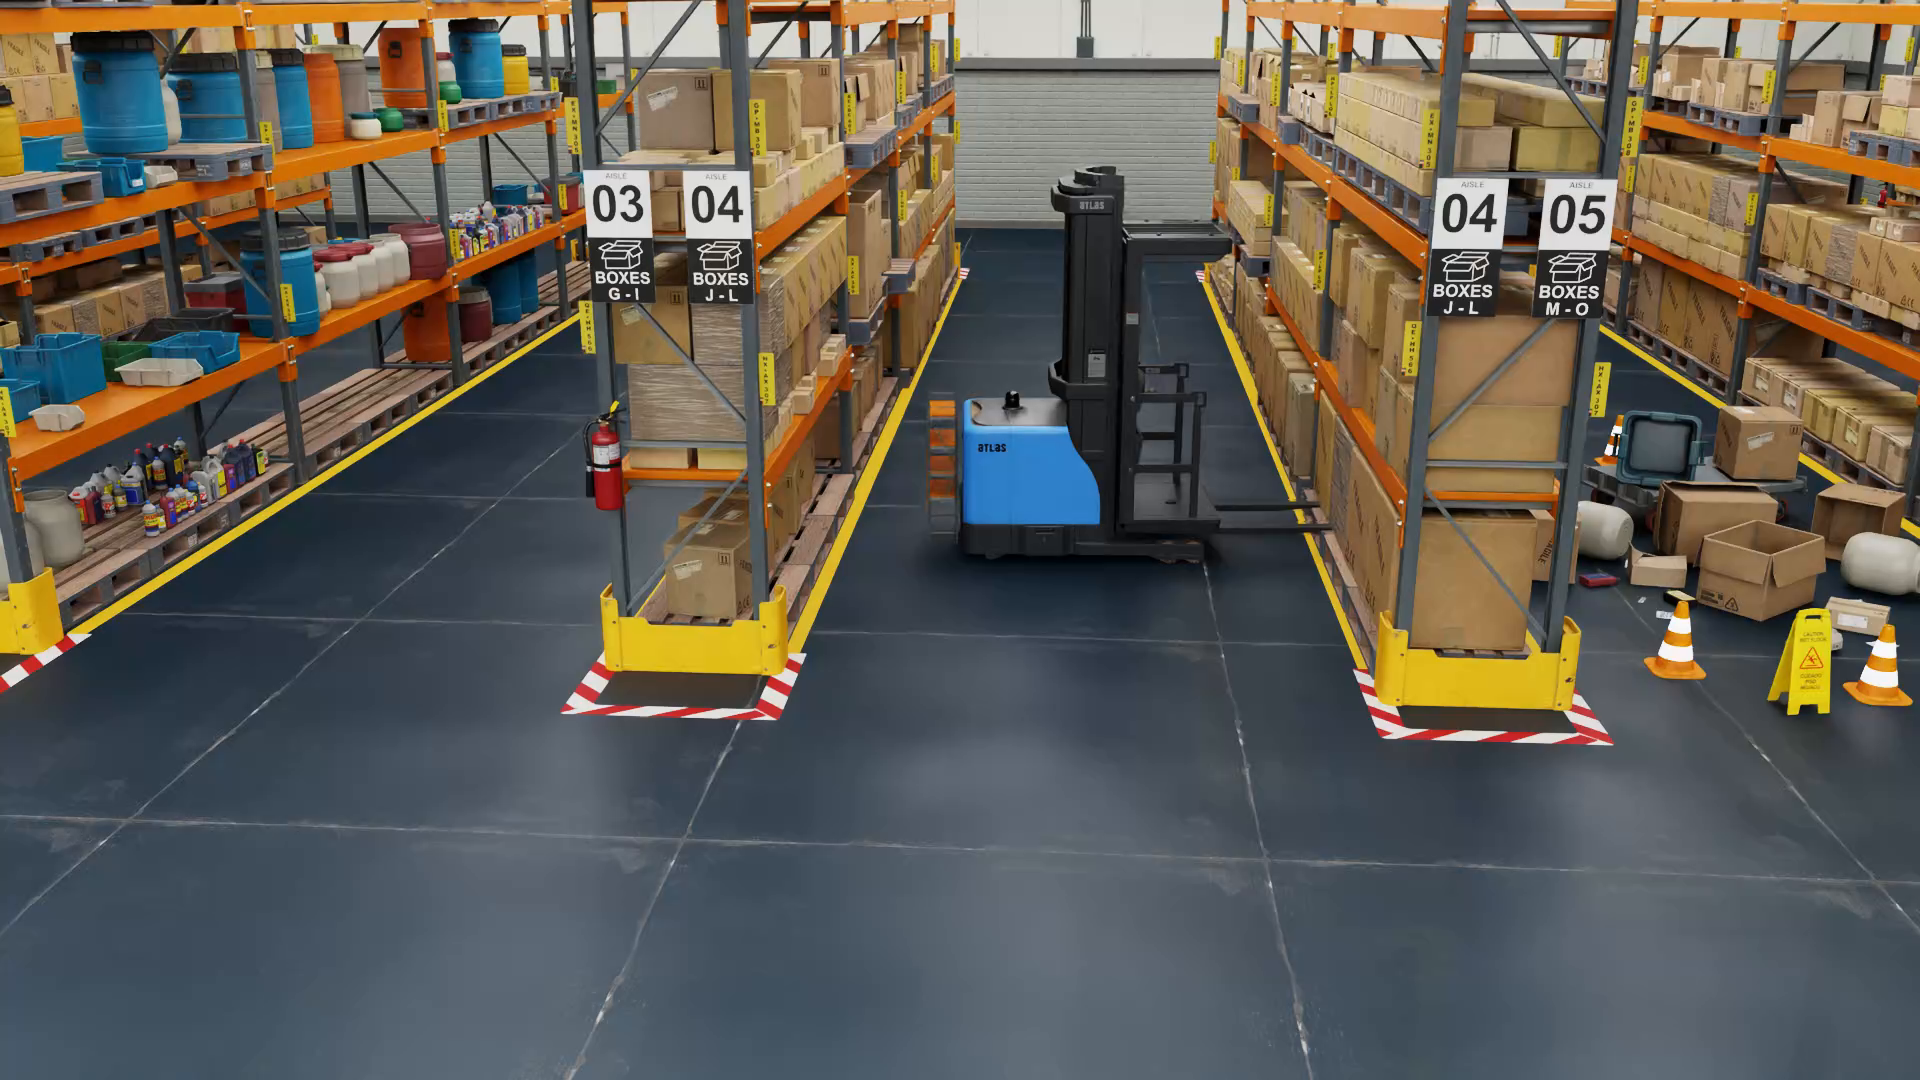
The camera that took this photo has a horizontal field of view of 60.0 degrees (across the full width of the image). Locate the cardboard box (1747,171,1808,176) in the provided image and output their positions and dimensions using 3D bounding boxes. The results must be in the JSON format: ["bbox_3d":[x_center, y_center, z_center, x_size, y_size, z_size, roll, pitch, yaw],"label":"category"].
[{"bbox_3d":[9.082,-3.839,18.557,0.500,0.500,0.500,2,18,5],"label":"cardboard box"}]

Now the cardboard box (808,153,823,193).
[{"bbox_3d":[-1.298,-2.720,12.329,0.500,0.250,0.500,1,18,4],"label":"cardboard box"}]

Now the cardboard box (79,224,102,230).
[{"bbox_3d":[-10.852,-4.023,20.048,0.700,0.500,0.500,5,19,14],"label":"cardboard box"}]

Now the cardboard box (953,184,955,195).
[{"bbox_3d":[-0.283,-5.323,25.254,0.380,0.149,0.250,2,18,5],"label":"cardboard box"}]

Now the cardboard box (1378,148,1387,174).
[{"bbox_3d":[2.984,-2.507,11.009,0.380,0.149,0.250,1,18,4],"label":"cardboard box"}]

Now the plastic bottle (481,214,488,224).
[{"bbox_3d":[-6.127,-4.088,21.401,0.097,0.201,0.097,0,18,0],"label":"plastic bottle"}]

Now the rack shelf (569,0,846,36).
[{"bbox_3d":[-1.590,-3.720,11.483,1.077,0.370,4.000,1,18,4],"label":"rack shelf"}]

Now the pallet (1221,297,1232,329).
[{"bbox_3d":[4.080,-3.060,22.423,1.003,0.211,1.213,1,18,4],"label":"pallet"}]

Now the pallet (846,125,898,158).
[{"bbox_3d":[-1.225,-3.681,15.324,1.213,0.211,1.003,1,18,4],"label":"pallet"}]

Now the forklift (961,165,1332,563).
[{"bbox_3d":[1.525,-1.379,12.924,3.031,2.935,1.130,0,18,0],"label":"forklift"}]

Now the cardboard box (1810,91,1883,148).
[{"bbox_3d":[8.647,-4.033,15.937,0.700,0.500,0.500,1,18,4],"label":"cardboard box"}]

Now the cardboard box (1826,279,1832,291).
[{"bbox_3d":[8.435,-2.417,15.710,0.380,0.149,0.250,2,18,6],"label":"cardboard box"}]

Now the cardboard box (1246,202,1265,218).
[{"bbox_3d":[3.412,-3.701,18.675,0.380,0.149,0.250,2,18,6],"label":"cardboard box"}]

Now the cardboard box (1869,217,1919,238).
[{"bbox_3d":[8.278,-2.757,14.666,0.380,0.149,0.250,1,18,2],"label":"cardboard box"}]

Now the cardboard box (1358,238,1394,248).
[{"bbox_3d":[3.509,-1.988,12.699,0.875,0.550,0.550,1,18,4],"label":"cardboard box"}]

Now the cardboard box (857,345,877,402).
[{"bbox_3d":[-1.215,-1.716,17.150,0.700,0.500,0.500,0,18,-1],"label":"cardboard box"}]

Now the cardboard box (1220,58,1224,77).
[{"bbox_3d":[4.062,-6.876,24.212,0.500,0.250,0.500,2,18,5],"label":"cardboard box"}]

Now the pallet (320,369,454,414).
[{"bbox_3d":[-6.194,-1.621,18.032,1.003,0.211,1.213,1,18,4],"label":"pallet"}]

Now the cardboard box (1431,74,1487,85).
[{"bbox_3d":[3.767,-3.424,12.526,0.380,0.149,0.250,1,18,4],"label":"cardboard box"}]

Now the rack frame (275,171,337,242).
[{"bbox_3d":[-10.467,-5.783,26.253,1.000,3.000,0.127,1,18,4],"label":"rack frame"}]

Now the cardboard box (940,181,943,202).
[{"bbox_3d":[-0.506,-4.843,23.150,0.500,0.250,0.500,2,18,5],"label":"cardboard box"}]

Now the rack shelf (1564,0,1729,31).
[{"bbox_3d":[9.155,-7.037,22.244,1.077,0.370,4.000,1,18,4],"label":"rack shelf"}]

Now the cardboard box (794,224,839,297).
[{"bbox_3d":[-1.239,-2.196,13.064,0.500,0.500,0.500,1,18,4],"label":"cardboard box"}]

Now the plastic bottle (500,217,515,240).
[{"bbox_3d":[-5.608,-3.856,20.573,0.152,0.276,0.135,1,18,4],"label":"plastic bottle"}]

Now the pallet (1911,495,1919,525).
[{"bbox_3d":[8.425,-0.078,13.321,1.003,0.211,1.213,1,18,4],"label":"pallet"}]

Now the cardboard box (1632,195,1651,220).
[{"bbox_3d":[8.699,-4.133,20.656,0.500,0.250,0.500,1,18,2],"label":"cardboard box"}]

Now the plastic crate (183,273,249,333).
[{"bbox_3d":[-6.657,-2.131,15.008,0.402,0.464,0.583,1,18,4],"label":"plastic crate"}]

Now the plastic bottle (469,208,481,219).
[{"bbox_3d":[-6.253,-4.121,21.381,0.152,0.276,0.135,1,18,4],"label":"plastic bottle"}]

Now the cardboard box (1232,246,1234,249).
[{"bbox_3d":[3.932,-4.227,24.454,0.380,0.149,0.250,1,18,4],"label":"cardboard box"}]

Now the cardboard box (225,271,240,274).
[{"bbox_3d":[-10.456,-3.797,24.038,0.380,0.166,0.250,1,18,4],"label":"cardboard box"}]

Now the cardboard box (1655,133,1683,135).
[{"bbox_3d":[9.350,-5.256,21.838,0.380,0.149,0.250,1,18,4],"label":"cardboard box"}]

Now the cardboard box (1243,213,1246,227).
[{"bbox_3d":[3.434,-3.638,18.961,0.380,0.149,0.250,1,18,4],"label":"cardboard box"}]

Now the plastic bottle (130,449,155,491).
[{"bbox_3d":[-6.872,-0.594,13.966,0.144,0.351,0.185,1,18,2],"label":"plastic bottle"}]

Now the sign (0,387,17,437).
[{"bbox_3d":[-6.125,-0.819,10.662,0.100,0.325,0.005,1,18,4],"label":"sign"}]

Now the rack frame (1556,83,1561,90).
[{"bbox_3d":[9.298,-5.339,24.900,1.000,3.000,0.127,1,18,4],"label":"rack frame"}]

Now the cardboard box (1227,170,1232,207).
[{"bbox_3d":[3.858,-4.682,22.258,0.500,0.500,0.500,1,18,2],"label":"cardboard box"}]

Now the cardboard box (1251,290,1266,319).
[{"bbox_3d":[3.593,-2.677,18.911,0.500,0.250,0.500,2,18,5],"label":"cardboard box"}]

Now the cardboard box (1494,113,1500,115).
[{"bbox_3d":[3.568,-2.650,10.804,0.500,0.250,0.500,1,18,3],"label":"cardboard box"}]

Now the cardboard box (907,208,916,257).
[{"bbox_3d":[-0.786,-3.587,19.393,0.500,0.500,0.500,1,18,3],"label":"cardboard box"}]

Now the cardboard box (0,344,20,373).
[{"bbox_3d":[-10.835,-2.022,18.518,0.500,0.250,0.500,2,18,5],"label":"cardboard box"}]

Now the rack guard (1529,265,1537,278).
[{"bbox_3d":[9.300,-4.159,25.312,1.175,0.500,0.348,1,18,4],"label":"rack guard"}]

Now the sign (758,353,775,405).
[{"bbox_3d":[-1.192,-0.990,10.238,0.100,0.325,0.005,1,18,4],"label":"sign"}]

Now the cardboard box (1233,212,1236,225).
[{"bbox_3d":[3.525,-3.902,20.244,0.380,0.149,0.250,1,18,4],"label":"cardboard box"}]

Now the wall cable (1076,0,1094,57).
[{"bbox_3d":[3.257,-11.619,29.264,2.277,5.999,0.120,1,18,4],"label":"wall cable"}]

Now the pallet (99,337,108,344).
[{"bbox_3d":[-10.949,-2.204,19.810,1.003,0.211,1.213,1,18,4],"label":"pallet"}]

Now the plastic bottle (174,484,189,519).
[{"bbox_3d":[-6.201,-0.308,13.220,0.097,0.271,0.097,0,18,0],"label":"plastic bottle"}]

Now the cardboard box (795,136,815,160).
[{"bbox_3d":[-1.271,-2.860,12.118,0.380,0.149,0.250,2,18,6],"label":"cardboard box"}]

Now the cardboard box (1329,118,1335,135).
[{"bbox_3d":[3.384,-3.515,13.923,0.500,0.250,0.500,1,18,5],"label":"cardboard box"}]

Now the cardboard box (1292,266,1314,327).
[{"bbox_3d":[3.337,-2.221,15.222,0.500,0.500,0.500,1,18,4],"label":"cardboard box"}]

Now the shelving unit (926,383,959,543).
[{"bbox_3d":[-0.139,-0.623,13.396,0.258,1.200,0.503,0,18,0],"label":"shelving unit"}]

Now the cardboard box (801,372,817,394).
[{"bbox_3d":[-1.291,-1.175,12.595,0.380,0.149,0.250,1,18,4],"label":"cardboard box"}]

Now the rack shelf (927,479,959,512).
[{"bbox_3d":[-0.138,-0.370,13.479,0.258,0.148,0.480,0,18,0],"label":"rack shelf"}]

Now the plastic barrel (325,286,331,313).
[{"bbox_3d":[-6.139,-2.286,15.804,0.301,0.262,0.301,0,18,0],"label":"plastic barrel"}]

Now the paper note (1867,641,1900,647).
[{"bbox_3d":[6.233,0.703,11.228,0.148,0.019,0.142,-5,19,-15],"label":"paper note"}]

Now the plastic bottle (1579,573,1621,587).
[{"bbox_3d":[4.784,0.296,12.421,0.283,0.061,0.133,-5,19,-15],"label":"plastic bottle"}]

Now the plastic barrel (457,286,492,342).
[{"bbox_3d":[-6.001,-2.743,20.175,0.600,0.588,0.708,1,18,4],"label":"plastic barrel"}]
